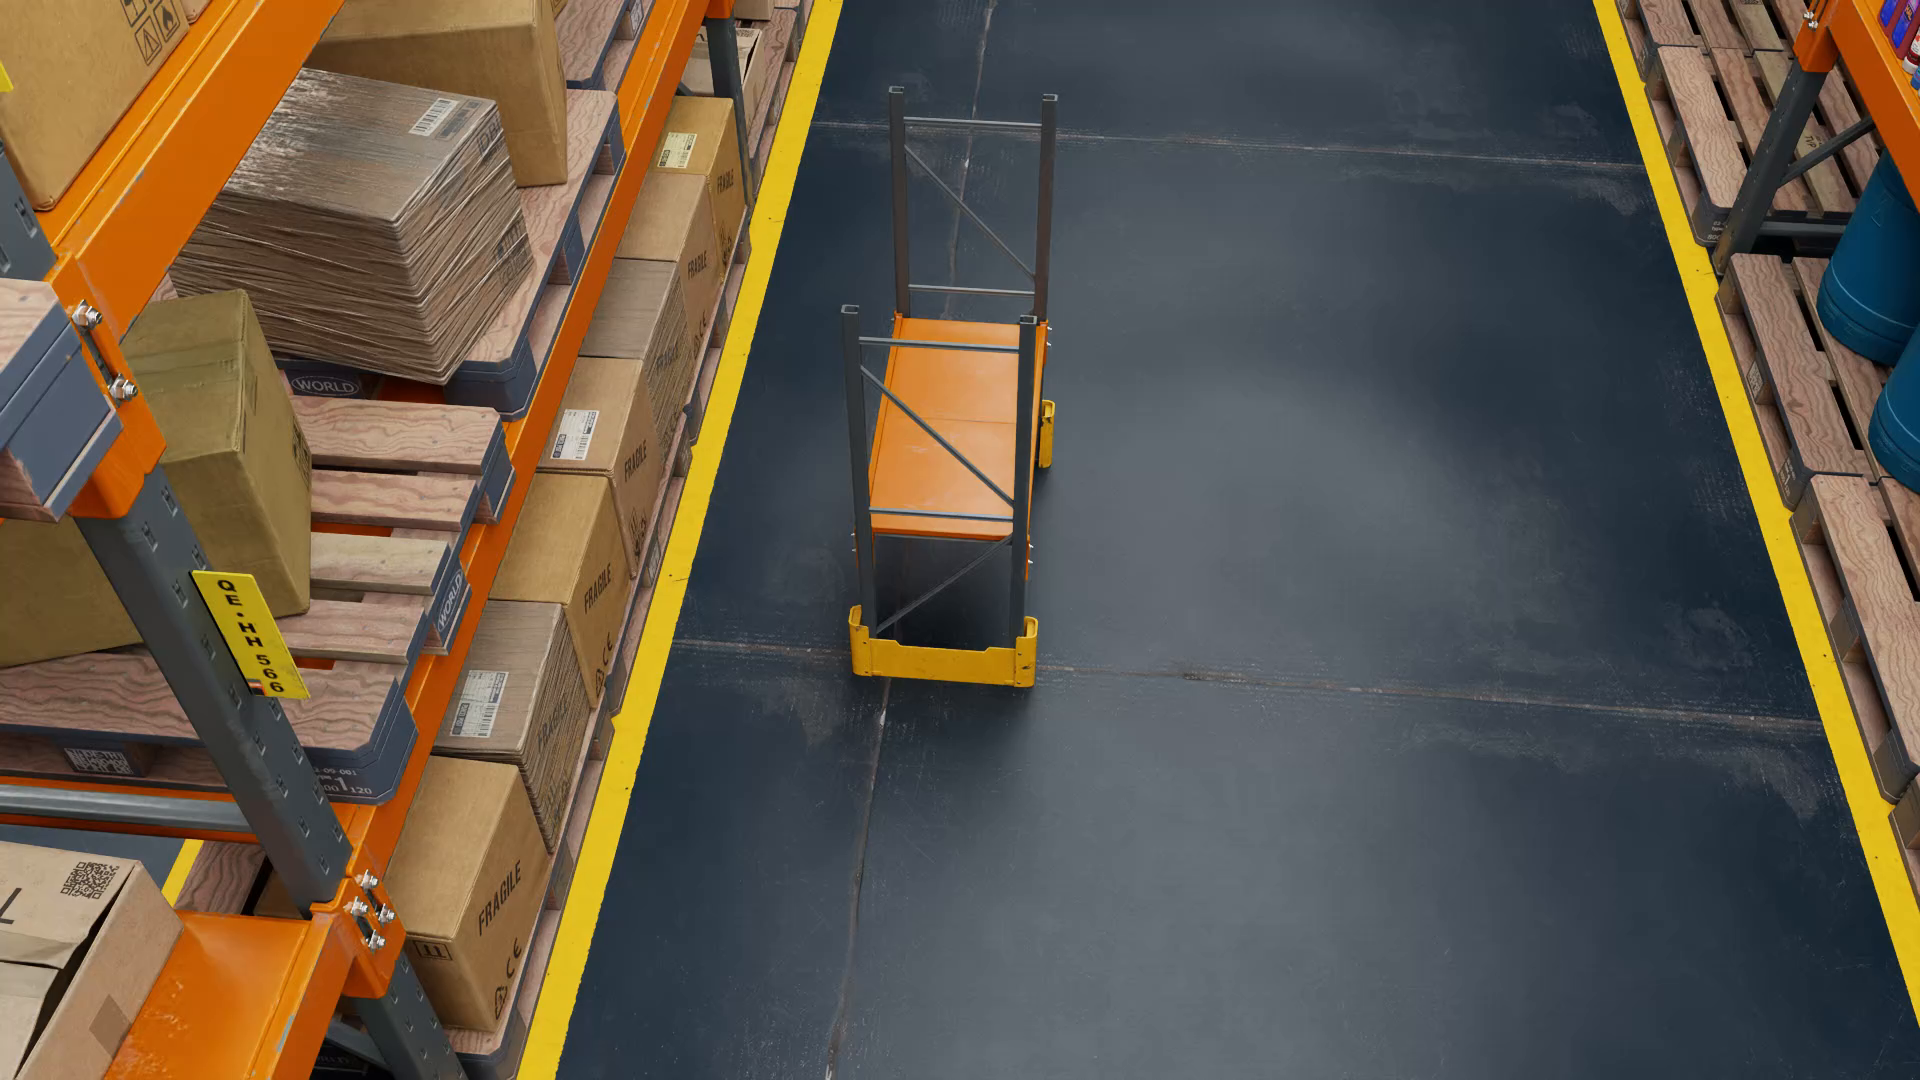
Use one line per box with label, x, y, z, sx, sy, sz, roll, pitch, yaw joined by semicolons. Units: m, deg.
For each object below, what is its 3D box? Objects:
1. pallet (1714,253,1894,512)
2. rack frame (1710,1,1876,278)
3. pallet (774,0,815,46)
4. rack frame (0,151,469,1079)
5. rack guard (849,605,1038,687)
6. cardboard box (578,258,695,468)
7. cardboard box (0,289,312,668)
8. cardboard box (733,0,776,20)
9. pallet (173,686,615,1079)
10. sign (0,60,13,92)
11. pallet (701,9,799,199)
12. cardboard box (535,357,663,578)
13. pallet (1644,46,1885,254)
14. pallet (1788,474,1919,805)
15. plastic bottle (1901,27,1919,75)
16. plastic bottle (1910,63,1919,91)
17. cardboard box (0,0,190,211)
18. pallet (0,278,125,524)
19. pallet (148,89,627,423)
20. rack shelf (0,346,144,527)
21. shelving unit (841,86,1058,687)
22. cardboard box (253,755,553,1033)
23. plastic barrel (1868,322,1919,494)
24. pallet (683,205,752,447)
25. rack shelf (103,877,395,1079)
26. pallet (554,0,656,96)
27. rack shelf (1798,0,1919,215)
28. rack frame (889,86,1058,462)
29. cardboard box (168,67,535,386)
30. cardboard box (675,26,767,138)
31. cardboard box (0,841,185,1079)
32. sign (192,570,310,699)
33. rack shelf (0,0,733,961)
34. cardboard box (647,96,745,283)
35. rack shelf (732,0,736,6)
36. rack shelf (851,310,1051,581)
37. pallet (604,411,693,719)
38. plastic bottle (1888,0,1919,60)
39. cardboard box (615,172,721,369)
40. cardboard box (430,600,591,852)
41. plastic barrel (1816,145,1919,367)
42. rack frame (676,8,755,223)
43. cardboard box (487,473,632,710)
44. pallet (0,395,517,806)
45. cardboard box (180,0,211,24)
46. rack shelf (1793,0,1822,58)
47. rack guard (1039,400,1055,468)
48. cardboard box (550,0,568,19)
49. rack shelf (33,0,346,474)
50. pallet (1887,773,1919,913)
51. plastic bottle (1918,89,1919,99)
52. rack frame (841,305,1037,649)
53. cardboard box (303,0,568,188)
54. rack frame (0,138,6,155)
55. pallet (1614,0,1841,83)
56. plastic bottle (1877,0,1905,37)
pallet;3.449;-0.579;6.136;1.003;0.211;1.213;4;48;4
rack frame;3.561;-2.084;5.623;1.000;3.000;0.127;4;48;4
pallet;-1.199;-2.882;8.243;1.003;0.211;1.213;4;48;4
rack frame;-1.736;0.519;3.242;1.000;3.000;0.127;4;48;4
rack guard;-0.052;0.338;5.272;0.587;0.250;0.087;4;48;4
cardboard box;-1.230;-0.612;5.673;0.500;0.500;0.500;4;48;4
cardboard box;-1.790;-0.127;3.481;0.700;0.500;0.500;-11;48;-10
cardboard box;-1.049;-2.542;7.665;0.380;0.166;0.250;4;48;4
pallet;-1.630;0.914;4.771;1.003;0.211;1.213;4;48;4
sign;-1.184;-0.651;1.876;0.100;0.325;0.005;4;48;4
pallet;-1.308;-1.983;7.421;1.003;0.211;1.213;4;48;4
cardboard box;-1.274;-0.238;5.331;0.500;0.500;0.500;2;48;2
pallet;3.590;-1.686;7.149;1.003;0.211;1.213;4;48;4
pallet;3.341;0.320;5.314;1.003;0.211;1.213;4;48;4
plastic bottle;3.099;-1.592;5.308;0.097;0.201;0.097;0;48;0
plastic bottle;3.090;-1.544;5.217;0.097;0.271;0.097;0;48;0
cardboard box;-1.729;-0.850;2.394;0.910;0.500;0.500;4;48;4
pallet;-1.708;0.075;1.743;1.213;0.211;1.003;6;48;5
pallet;-1.563;-0.845;4.620;1.003;0.211;1.213;4;48;4
rack shelf;-1.918;1.219;1.057;1.077;0.370;4.000;4;48;4
shelving unit;-0.007;-0.450;5.145;0.587;1.500;1.083;4;48;4
cardboard box;-1.410;0.899;4.291;0.500;0.500;0.500;6;48;5
plastic barrel;3.430;-0.599;5.402;0.600;0.901;0.708;4;48;4
pallet;-1.408;-0.879;6.411;1.003;0.211;1.213;4;48;4
rack shelf;-1.918;2.232;2.164;1.077;0.370;4.000;4;48;4
pallet;-1.553;-1.775;5.471;1.003;0.211;1.213;4;48;4
rack shelf;3.379;-0.372;4.545;1.077;0.370;4.000;4;48;4
rack frame;0.039;-0.817;5.481;0.500;1.500;0.032;4;48;4
cardboard box;-1.517;-0.786;4.084;0.700;0.500;0.500;12;49;11
cardboard box;-1.117;-1.955;7.029;0.500;0.311;0.500;4;48;4
cardboard box;-1.812;0.814;3.033;0.500;0.311;0.500;7;48;6
sign;-1.183;0.163;2.783;0.100;0.325;0.005;4;48;4
rack shelf;-1.553;-0.708;4.852;1.077;0.370;4.000;4;48;4
cardboard box;-1.131;-1.343;6.341;0.500;0.500;0.500;4;48;3
rack shelf;-1.189;-3.647;7.540;1.077;0.370;4.000;4;48;4
rack shelf;-0.008;-0.322;5.272;0.538;0.185;1.000;4;48;4
pallet;-1.516;0.020;5.588;1.003;0.211;1.213;4;48;4
plastic bottle;3.091;-1.706;5.357;0.061;0.283;0.133;4;48;4
cardboard box;-1.184;-0.980;6.010;0.500;0.500;0.500;4;48;4
cardboard box;-1.367;0.514;4.643;0.500;0.500;0.500;2;48;2
plastic barrel;3.495;-1.119;5.878;0.600;0.901;0.708;4;48;4
rack frame;-1.371;-2.420;5.931;1.000;3.000;0.127;4;48;4
cardboard box;-1.317;0.146;4.980;0.500;0.500;0.500;3;48;3
pallet;-1.744;0.081;3.773;1.213;0.211;1.003;4;48;4
cardboard box;-1.683;-1.224;2.737;0.910;0.500;0.500;4;48;4
rack shelf;3.744;-3.311;7.233;1.077;0.370;4.000;4;48;4
rack guard;0.038;-0.394;5.941;0.587;0.250;0.087;4;48;4
cardboard box;-1.637;-1.753;4.968;0.700;0.500;0.500;11;48;10
rack shelf;-1.553;-1.720;3.745;1.077;0.370;4.000;4;48;4
pallet;3.227;1.214;4.496;1.003;0.211;1.213;4;48;4
plastic bottle;3.106;-1.459;5.136;0.152;0.276;0.135;4;48;4
rack frame;-0.054;-0.070;4.798;0.500;1.500;0.032;4;48;4
cardboard box;-1.471;-1.293;4.548;0.700;0.500;0.500;-7;48;-6
rack frame;-1.736;-1.505;1.029;1.000;3.000;0.127;4;48;4
pallet;3.698;-2.585;7.971;1.003;0.211;1.213;4;48;4
plastic bottle;3.103;-1.804;5.446;0.061;0.283;0.133;4;48;4
